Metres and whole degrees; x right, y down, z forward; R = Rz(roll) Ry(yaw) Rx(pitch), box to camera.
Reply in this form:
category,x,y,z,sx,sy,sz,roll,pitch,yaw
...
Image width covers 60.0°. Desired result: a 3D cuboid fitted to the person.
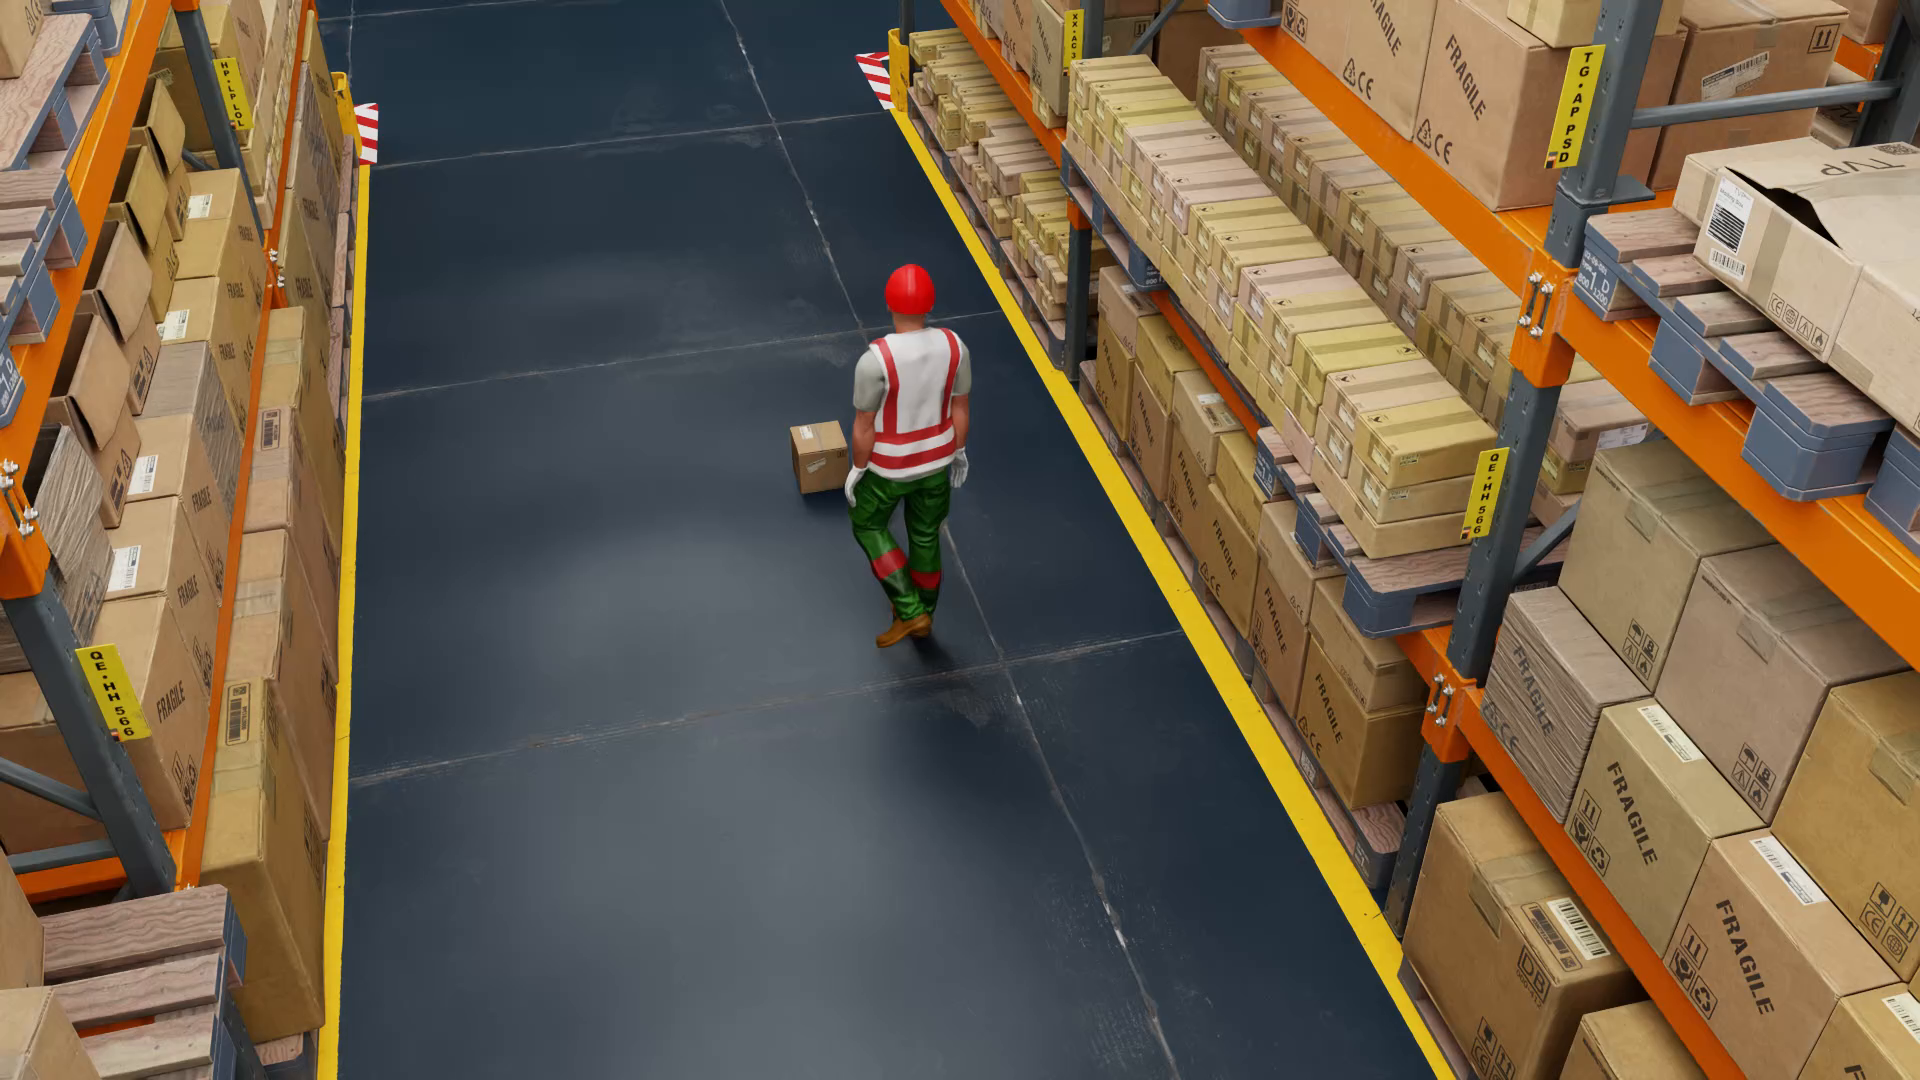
category,x,y,z,sx,sy,sz,roll,pitch,yaw
person,-0.198,-0.301,7.047,0.584,1.783,0.547,-16,41,-20
